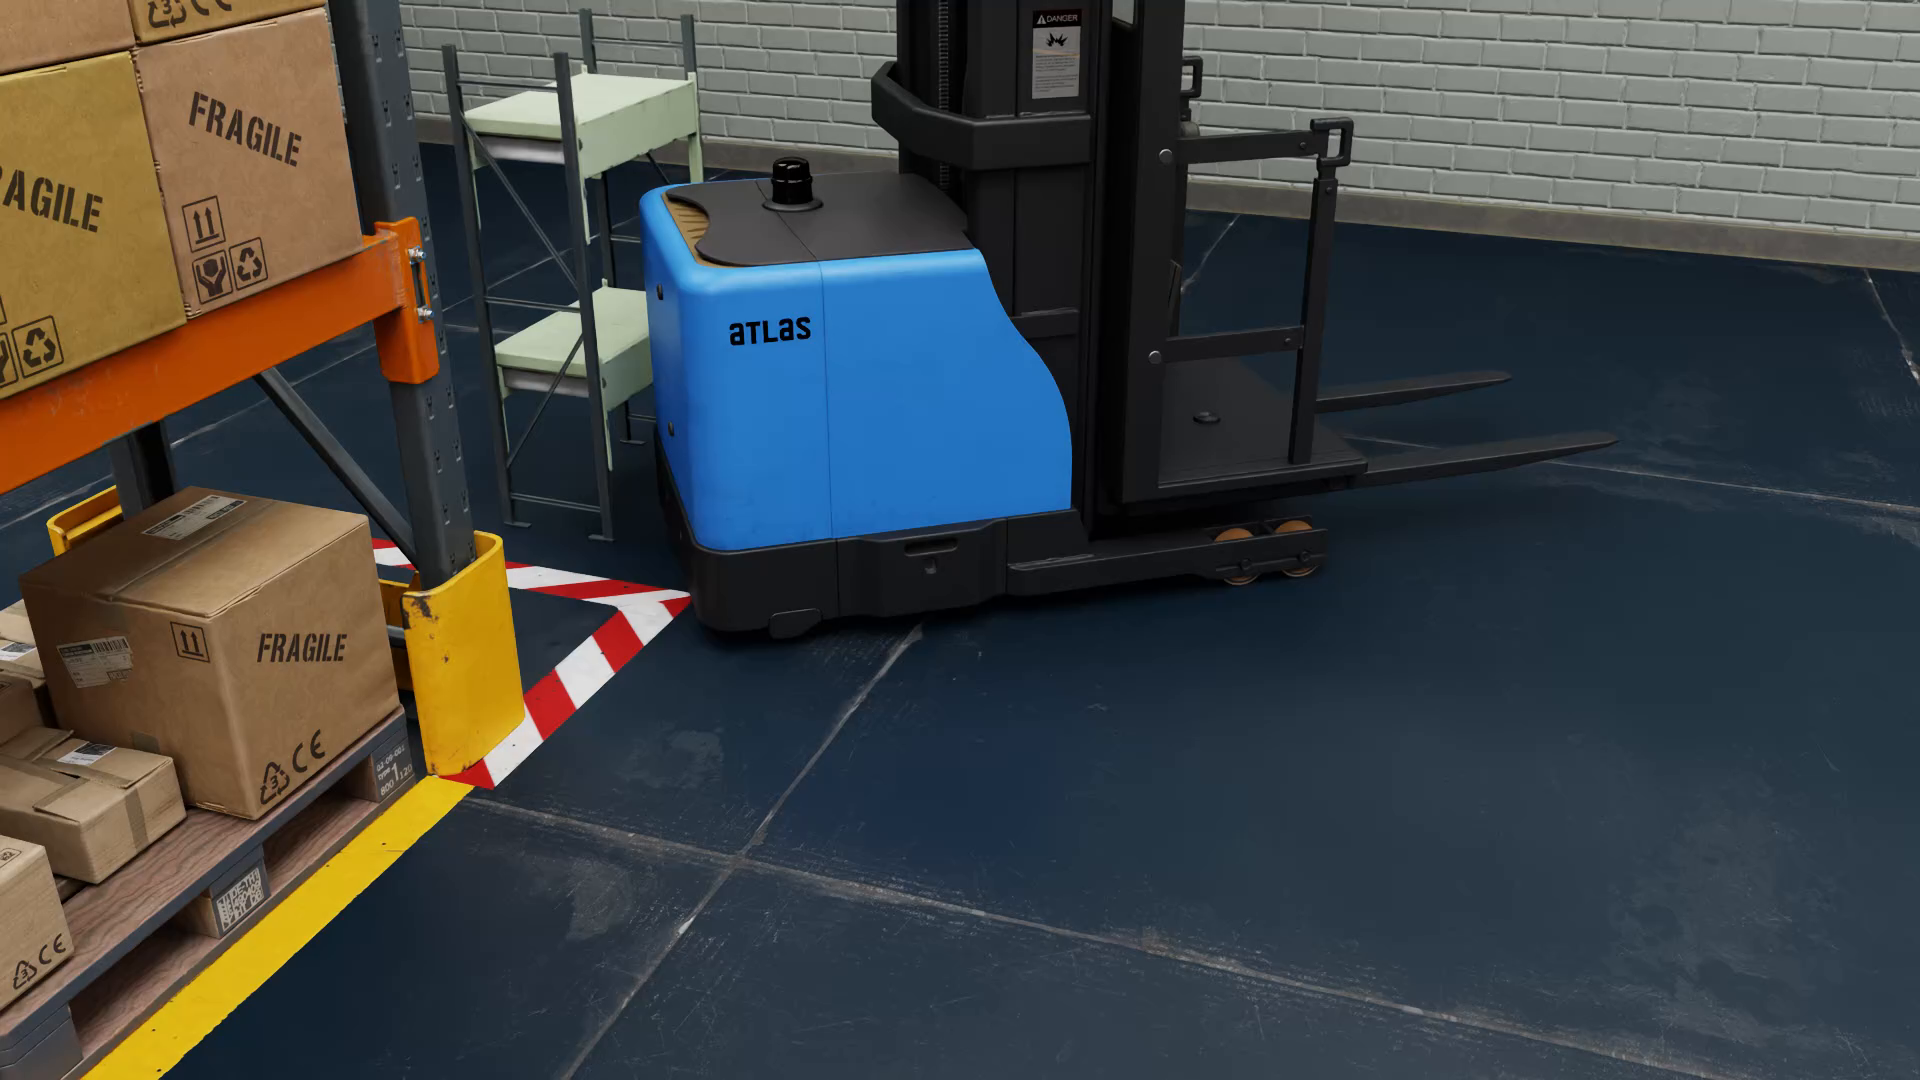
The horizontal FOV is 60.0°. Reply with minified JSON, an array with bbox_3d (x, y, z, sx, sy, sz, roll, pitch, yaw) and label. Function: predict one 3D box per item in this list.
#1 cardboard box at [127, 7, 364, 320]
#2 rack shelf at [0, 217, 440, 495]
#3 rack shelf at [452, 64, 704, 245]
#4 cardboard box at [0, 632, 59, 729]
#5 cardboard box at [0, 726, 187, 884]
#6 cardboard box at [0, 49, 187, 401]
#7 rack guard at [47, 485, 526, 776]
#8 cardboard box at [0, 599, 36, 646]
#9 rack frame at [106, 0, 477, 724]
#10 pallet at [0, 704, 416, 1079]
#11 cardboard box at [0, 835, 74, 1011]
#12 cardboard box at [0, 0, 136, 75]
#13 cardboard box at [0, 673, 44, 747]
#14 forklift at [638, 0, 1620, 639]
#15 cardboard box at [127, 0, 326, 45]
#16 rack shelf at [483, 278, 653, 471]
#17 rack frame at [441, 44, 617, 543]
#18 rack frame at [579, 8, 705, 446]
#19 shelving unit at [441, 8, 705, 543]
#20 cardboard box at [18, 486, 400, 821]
[{"bbox_3d":[-1.582,-0.774,3.291,0.500,0.500,0.500,10,27,19],"label":"cardboard box"},{"bbox_3d":[-2.355,0.193,2.234,1.077,0.370,4.000,9,27,17],"label":"rack shelf"},{"bbox_3d":[-1.151,-1.200,5.112,0.431,0.370,0.720,9,27,18],"label":"rack shelf"},{"bbox_3d":[-2.236,0.350,3.832,0.380,0.166,0.250,9,27,17],"label":"cardboard box"},{"bbox_3d":[-1.858,0.537,3.444,0.380,0.166,0.250,9,27,17],"label":"cardboard box"},{"bbox_3d":[-1.751,-0.560,2.850,0.500,0.500,0.500,9,27,18],"label":"cardboard box"},{"bbox_3d":[-1.715,0.204,4.255,1.175,0.500,0.348,9,27,17],"label":"rack guard"},{"bbox_3d":[-2.153,0.255,4.048,0.380,0.149,0.250,9,27,17],"label":"cardboard box"},{"bbox_3d":[-1.690,-0.952,3.775,1.000,3.000,0.127,9,27,17],"label":"rack frame"},{"bbox_3d":[-1.979,0.662,3.641,1.003,0.211,1.213,9,27,17],"label":"pallet"},{"bbox_3d":[-1.983,0.732,2.946,0.500,0.250,0.500,9,27,17],"label":"cardboard box"},{"bbox_3d":[-1.746,-1.017,2.646,0.500,0.500,0.500,10,27,19],"label":"cardboard box"},{"bbox_3d":[-2.305,0.475,3.477,0.500,0.250,0.500,9,27,17],"label":"cardboard box"},{"bbox_3d":[0.604,-1.397,4.772,3.031,2.935,1.130,-7,27,-15],"label":"forklift"},{"bbox_3d":[-1.579,-1.225,3.075,0.500,0.500,0.500,9,27,17],"label":"cardboard box"},{"bbox_3d":[-1.151,-0.555,5.424,0.431,0.370,0.720,9,27,18],"label":"rack shelf"},{"bbox_3d":[-1.274,-0.699,4.972,0.400,1.500,0.023,9,27,18],"label":"rack frame"},{"bbox_3d":[-1.028,-0.999,5.592,0.400,1.500,0.023,9,27,18],"label":"rack frame"},{"bbox_3d":[-1.151,-0.849,5.282,0.431,1.500,0.755,9,27,18],"label":"shelving unit"},{"bbox_3d":[-1.638,0.234,3.688,0.500,0.500,0.500,9,27,17],"label":"cardboard box"}]
